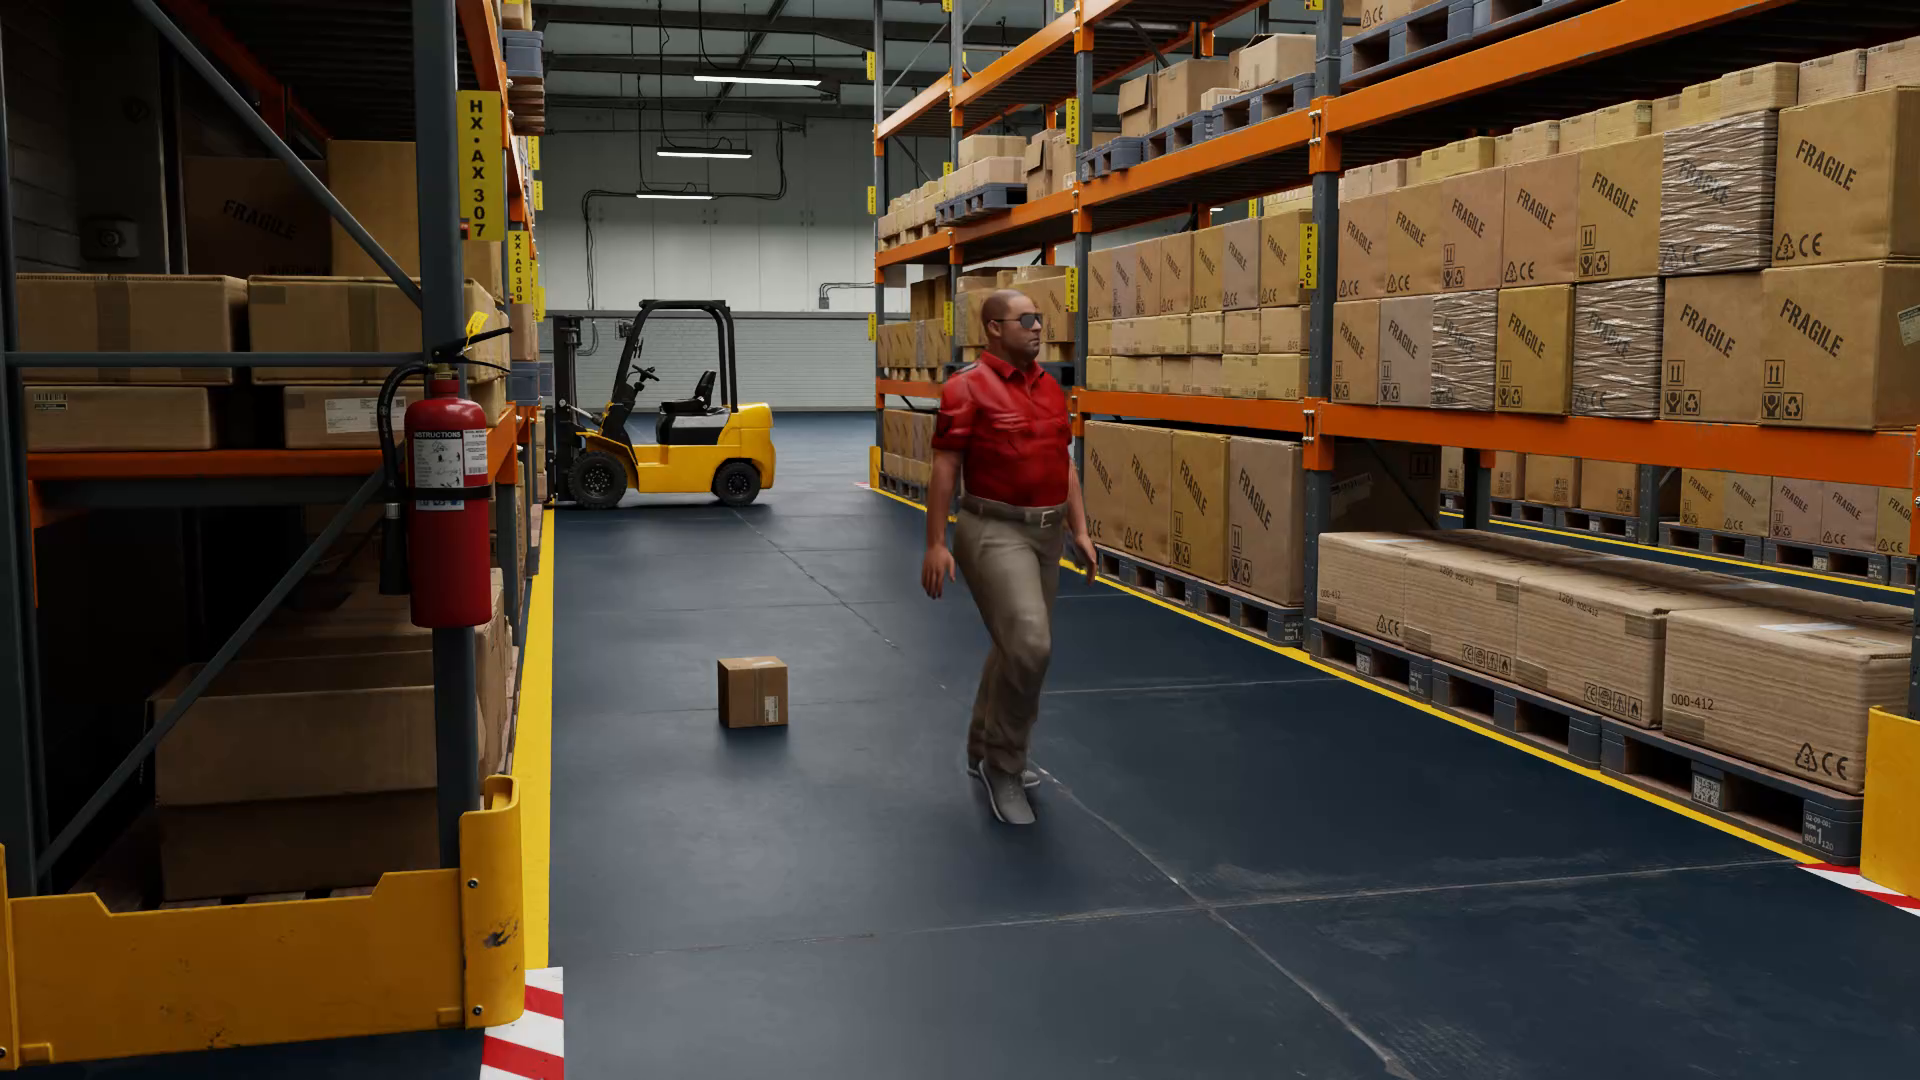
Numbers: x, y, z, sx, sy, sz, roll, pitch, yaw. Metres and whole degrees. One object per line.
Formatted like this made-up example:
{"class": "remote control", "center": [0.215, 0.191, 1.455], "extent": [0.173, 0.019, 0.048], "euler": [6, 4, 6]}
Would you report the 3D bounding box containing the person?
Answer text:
{"class": "person", "center": [0.186, 0.060, 5.613], "extent": [0.524, 1.800, 0.583], "euler": [5, 8, 42]}
